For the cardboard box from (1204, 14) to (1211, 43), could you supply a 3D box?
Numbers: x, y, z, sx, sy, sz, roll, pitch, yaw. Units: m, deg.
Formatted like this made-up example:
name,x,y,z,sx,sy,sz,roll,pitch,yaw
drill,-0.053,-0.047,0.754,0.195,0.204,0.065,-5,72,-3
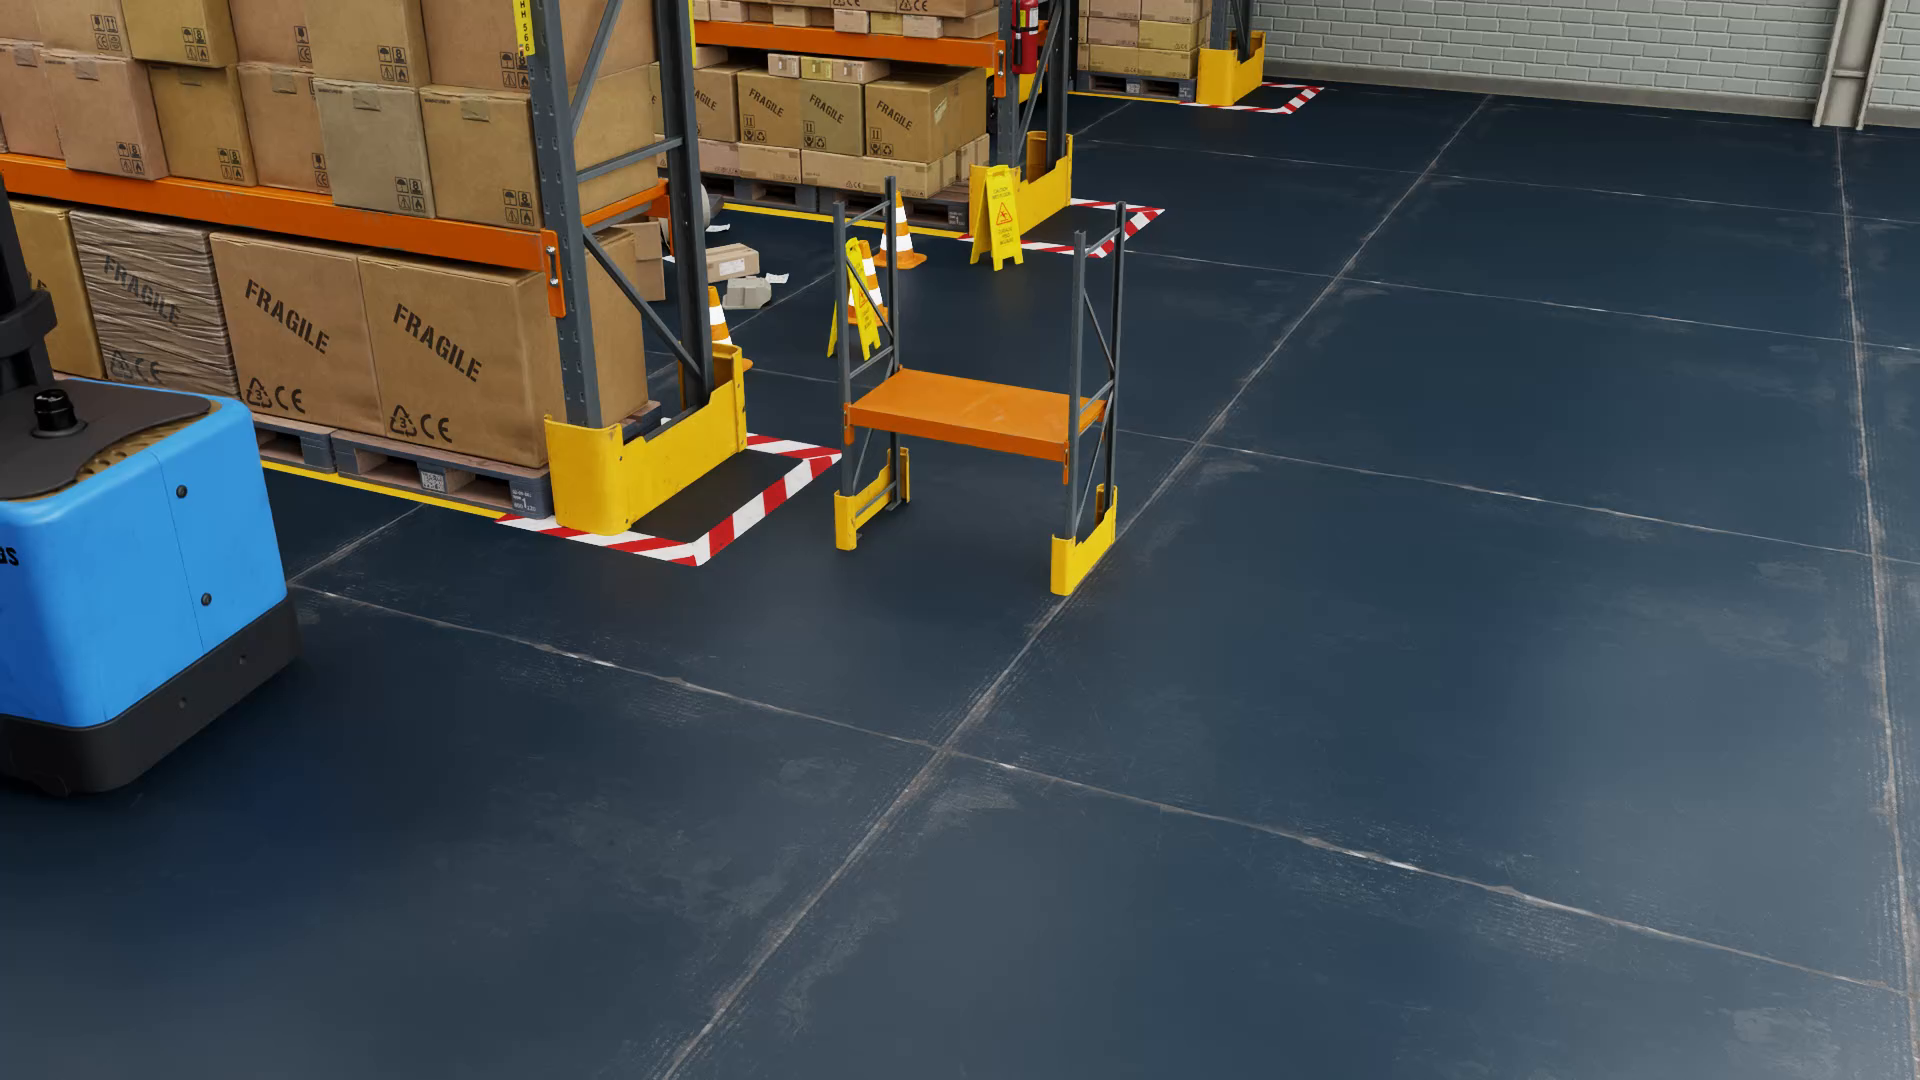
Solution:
name,x,y,z,sx,sy,sz,roll,pitch,yaw
cardboard box,2.220,-4.978,16.037,0.500,0.250,0.500,12,29,23

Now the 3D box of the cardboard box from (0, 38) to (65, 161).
name,x,y,z,sx,sy,sz,roll,pitch,yaw
cardboard box,-4.237,-2.269,8.293,0.550,0.550,0.875,11,28,22

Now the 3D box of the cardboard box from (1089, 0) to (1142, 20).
name,x,y,z,sx,sy,sz,roll,pitch,yaw
cardboard box,1.546,-5.083,15.684,0.500,0.250,0.500,12,29,23

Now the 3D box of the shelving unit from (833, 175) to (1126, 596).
name,x,y,z,sx,sy,sz,roll,pitch,yaw
shelving unit,0.069,-0.659,6.890,1.083,1.500,0.587,11,28,22

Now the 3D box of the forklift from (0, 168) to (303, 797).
name,x,y,z,sx,sy,sz,roll,pitch,yaw
forklift,-4.040,-0.837,5.632,3.031,2.935,1.130,8,27,16

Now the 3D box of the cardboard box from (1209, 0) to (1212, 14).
name,x,y,z,sx,sy,sz,roll,pitch,yaw
cardboard box,2.202,-5.197,15.916,0.500,0.250,0.500,11,28,21

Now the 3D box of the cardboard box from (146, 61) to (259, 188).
name,x,y,z,sx,sy,sz,roll,pitch,yaw
cardboard box,-3.270,-2.066,7.881,0.500,0.550,0.875,11,28,22

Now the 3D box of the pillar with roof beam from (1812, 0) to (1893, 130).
name,x,y,z,sx,sy,sz,roll,pitch,yaw
pillar with roof beam,5.981,-5.983,9.214,0.400,9.000,9.100,11,28,22

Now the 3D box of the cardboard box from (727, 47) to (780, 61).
name,x,y,z,sx,sy,sz,roll,pitch,yaw
cardboard box,-1.553,-3.470,12.692,0.500,0.500,0.500,13,29,24

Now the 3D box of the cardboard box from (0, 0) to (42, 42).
name,x,y,z,sx,sy,sz,roll,pitch,yaw
cardboard box,-4.217,-2.772,8.093,0.550,0.550,0.875,11,28,22

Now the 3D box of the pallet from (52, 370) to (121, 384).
name,x,y,z,sx,sy,sz,roll,pitch,yaw
pallet,-4.428,-0.934,8.909,1.213,0.211,1.003,11,28,22

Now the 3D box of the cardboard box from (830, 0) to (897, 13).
name,x,y,z,sx,sy,sz,roll,pitch,yaw
cardboard box,-0.552,-3.893,11.312,0.500,0.500,0.500,11,28,22

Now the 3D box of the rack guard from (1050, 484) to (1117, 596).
name,x,y,z,sx,sy,sz,roll,pitch,yaw
rack guard,0.523,-0.007,6.982,0.087,0.250,0.587,11,28,22

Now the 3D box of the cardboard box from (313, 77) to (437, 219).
name,x,y,z,sx,sy,sz,roll,pitch,yaw
cardboard box,-2.313,-1.833,7.408,0.550,0.550,0.875,11,28,22

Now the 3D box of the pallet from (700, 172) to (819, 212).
name,x,y,z,sx,sy,sz,roll,pitch,yaw
pallet,-1.390,-2.783,12.663,1.213,0.211,1.003,11,28,22

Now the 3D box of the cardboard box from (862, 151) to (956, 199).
name,x,y,z,sx,sy,sz,roll,pitch,yaw
cardboard box,-0.359,-2.632,11.838,0.500,0.250,0.500,11,28,22

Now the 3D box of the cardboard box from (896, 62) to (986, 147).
name,x,y,z,sx,sy,sz,roll,pitch,yaw
cardboard box,-0.131,-3.187,12.116,0.500,0.500,0.500,10,28,20

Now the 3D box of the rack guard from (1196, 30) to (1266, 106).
name,x,y,z,sx,sy,sz,roll,pitch,yaw
rack guard,2.584,-4.504,15.832,0.348,0.500,1.175,11,28,22

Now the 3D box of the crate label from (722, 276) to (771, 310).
name,x,y,z,sx,sy,sz,roll,pitch,yaw
crate label,-1.306,-1.519,10.181,0.298,0.136,0.250,-2,26,-5

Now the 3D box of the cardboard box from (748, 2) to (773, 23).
name,x,y,z,sx,sy,sz,roll,pitch,yaw
cardboard box,-1.302,-3.790,11.837,0.250,0.149,0.380,11,28,22

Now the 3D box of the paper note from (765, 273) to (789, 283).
name,x,y,z,sx,sy,sz,roll,pitch,yaw
paper note,-1.174,-1.674,10.615,0.142,0.019,0.148,2,26,4

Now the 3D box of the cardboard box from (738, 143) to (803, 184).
name,x,y,z,sx,sy,sz,roll,pitch,yaw
cardboard box,-1.284,-2.819,12.217,0.500,0.250,0.500,10,28,20

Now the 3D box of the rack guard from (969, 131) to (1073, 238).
name,x,y,z,sx,sy,sz,roll,pitch,yaw
rack guard,0.441,-2.526,11.814,0.348,0.500,1.175,11,28,22

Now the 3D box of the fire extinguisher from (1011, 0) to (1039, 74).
name,x,y,z,sx,sy,sz,roll,pitch,yaw
fire extinguisher,0.424,-3.392,10.832,0.183,0.674,0.296,11,28,22

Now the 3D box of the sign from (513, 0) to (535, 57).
name,x,y,z,sx,sy,sz,roll,pitch,yaw
sign,-1.684,-2.035,6.407,0.005,0.325,0.100,11,28,22

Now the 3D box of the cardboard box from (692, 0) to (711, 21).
name,x,y,z,sx,sy,sz,roll,pitch,yaw
cardboard box,-1.816,-3.828,11.913,0.250,0.149,0.380,12,28,22

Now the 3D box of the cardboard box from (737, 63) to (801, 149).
name,x,y,z,sx,sy,sz,roll,pitch,yaw
cardboard box,-1.260,-3.155,12.051,0.500,0.500,0.500,11,28,21

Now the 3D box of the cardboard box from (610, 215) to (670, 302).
name,x,y,z,sx,sy,sz,roll,pitch,yaw
cardboard box,-2.137,-1.816,10.370,0.637,0.503,0.797,-7,27,-14

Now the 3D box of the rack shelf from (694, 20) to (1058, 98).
name,x,y,z,sx,sy,sz,roll,pitch,yaw
rack shelf,-1.310,-3.676,12.135,4.000,0.370,1.077,11,28,22

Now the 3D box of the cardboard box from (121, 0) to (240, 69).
name,x,y,z,sx,sy,sz,roll,pitch,yaw
cardboard box,-3.297,-2.525,7.590,0.500,0.550,0.875,11,28,22

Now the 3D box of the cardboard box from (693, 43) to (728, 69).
name,x,y,z,sx,sy,sz,roll,pitch,yaw
cardboard box,-1.902,-3.542,12.103,0.250,0.149,0.380,13,29,25

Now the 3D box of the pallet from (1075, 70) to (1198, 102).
name,x,y,z,sx,sy,sz,roll,pitch,yaw
pallet,1.848,-4.502,16.155,1.213,0.211,1.003,11,28,22

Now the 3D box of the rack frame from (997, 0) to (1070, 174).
name,x,y,z,sx,sy,sz,roll,pitch,yaw
rack frame,0.510,-3.633,11.234,0.127,3.000,1.000,11,28,22

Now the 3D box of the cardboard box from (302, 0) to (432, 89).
name,x,y,z,sx,sy,sz,roll,pitch,yaw
cardboard box,-2.307,-2.323,7.180,0.550,0.550,0.875,11,28,22

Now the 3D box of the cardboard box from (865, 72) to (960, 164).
name,x,y,z,sx,sy,sz,roll,pitch,yaw
cardboard box,-0.327,-2.966,11.667,0.500,0.500,0.500,12,28,22

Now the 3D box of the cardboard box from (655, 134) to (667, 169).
name,x,y,z,sx,sy,sz,roll,pitch,yaw
cardboard box,-2.215,-3.010,12.605,0.500,0.250,0.500,13,29,25

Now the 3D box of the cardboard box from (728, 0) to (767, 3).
name,x,y,z,sx,sy,sz,roll,pitch,yaw
cardboard box,-1.459,-4.087,11.704,0.500,0.500,0.500,12,29,22

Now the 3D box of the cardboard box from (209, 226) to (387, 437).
name,x,y,z,sx,sy,sz,roll,pitch,yaw
cardboard box,-2.893,-1.117,8.053,0.875,0.875,0.875,11,28,21

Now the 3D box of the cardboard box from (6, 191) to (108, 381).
name,x,y,z,sx,sy,sz,roll,pitch,yaw
cardboard box,-4.544,-1.448,8.725,0.875,0.875,0.875,12,29,23

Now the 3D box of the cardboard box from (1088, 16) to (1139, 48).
name,x,y,z,sx,sy,sz,roll,pitch,yaw
cardboard box,1.537,-4.868,15.814,0.500,0.250,0.500,11,28,21

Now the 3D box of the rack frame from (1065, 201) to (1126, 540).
name,x,y,z,sx,sy,sz,roll,pitch,yaw
rack frame,0.540,-0.564,6.698,0.032,1.500,0.500,11,28,22

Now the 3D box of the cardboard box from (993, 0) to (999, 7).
name,x,y,z,sx,sy,sz,roll,pitch,yaw
cardboard box,0.194,-4.010,11.548,0.500,0.500,0.500,11,28,21

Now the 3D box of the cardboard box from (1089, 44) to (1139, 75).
name,x,y,z,sx,sy,sz,roll,pitch,yaw
cardboard box,1.554,-4.638,15.912,0.500,0.250,0.500,11,28,22

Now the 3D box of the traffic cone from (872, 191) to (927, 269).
name,x,y,z,sx,sy,sz,roll,pitch,yaw
traffic cone,-0.415,-2.055,10.900,0.334,0.463,0.336,11,28,22

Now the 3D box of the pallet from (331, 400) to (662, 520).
name,x,y,z,sx,sy,sz,roll,pitch,yaw
pallet,-2.207,-0.488,8.003,1.213,0.211,1.003,11,28,22

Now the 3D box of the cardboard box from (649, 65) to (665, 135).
name,x,y,z,sx,sy,sz,roll,pitch,yaw
cardboard box,-2.213,-3.346,12.439,0.500,0.500,0.500,13,29,24

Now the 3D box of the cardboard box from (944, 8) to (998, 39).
name,x,y,z,sx,sy,sz,roll,pitch,yaw
cardboard box,0.081,-3.503,11.253,0.250,0.149,0.380,12,29,24

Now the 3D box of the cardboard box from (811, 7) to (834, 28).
name,x,y,z,sx,sy,sz,roll,pitch,yaw
cardboard box,-0.842,-3.698,11.650,0.250,0.149,0.380,12,29,23

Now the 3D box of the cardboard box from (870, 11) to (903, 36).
name,x,y,z,sx,sy,sz,roll,pitch,yaw
cardboard box,-0.420,-3.560,11.370,0.250,0.149,0.380,11,28,21

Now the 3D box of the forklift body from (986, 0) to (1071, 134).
name,x,y,z,sx,sy,sz,roll,pitch,yaw
forklift body,0.080,-4.862,14.691,1.214,2.155,2.313,11,28,22

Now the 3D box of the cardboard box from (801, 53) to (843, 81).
name,x,y,z,sx,sy,sz,roll,pitch,yaw
cardboard box,-0.916,-3.345,11.701,0.250,0.149,0.380,12,29,23

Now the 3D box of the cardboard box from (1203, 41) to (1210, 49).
name,x,y,z,sx,sy,sz,roll,pitch,yaw
cardboard box,2.195,-4.753,16.146,0.500,0.250,0.500,11,28,22

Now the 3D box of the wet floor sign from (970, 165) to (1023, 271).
name,x,y,z,sx,sy,sz,roll,pitch,yaw
wet floor sign,0.240,-2.112,10.809,0.232,0.644,0.267,23,35,39
